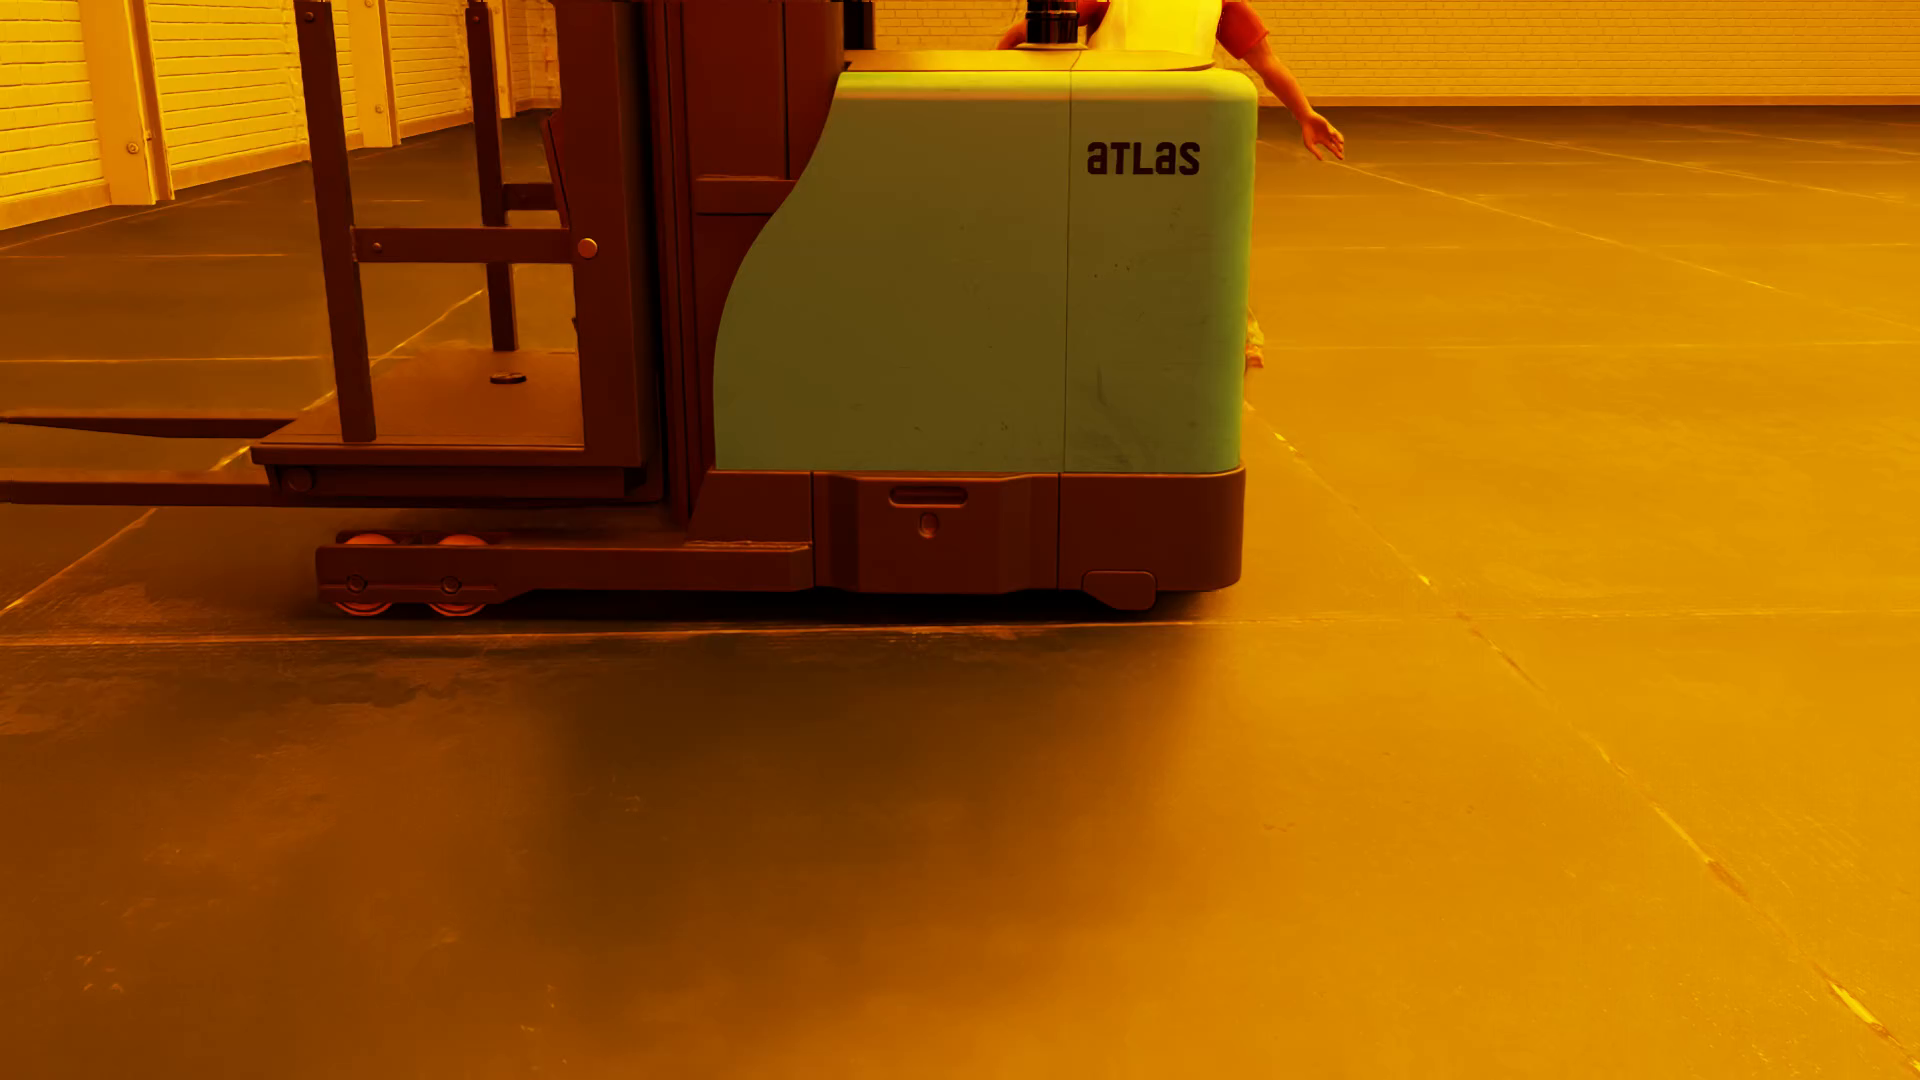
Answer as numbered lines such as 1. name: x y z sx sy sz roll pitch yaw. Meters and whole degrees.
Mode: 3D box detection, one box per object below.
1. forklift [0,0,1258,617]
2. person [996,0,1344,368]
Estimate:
1. forklift: -0.921 -1.397 3.476 3.031 2.935 1.130 1 17 2
2. person: 0.640 -1.273 5.548 1.153 1.723 0.568 -3 17 -9
